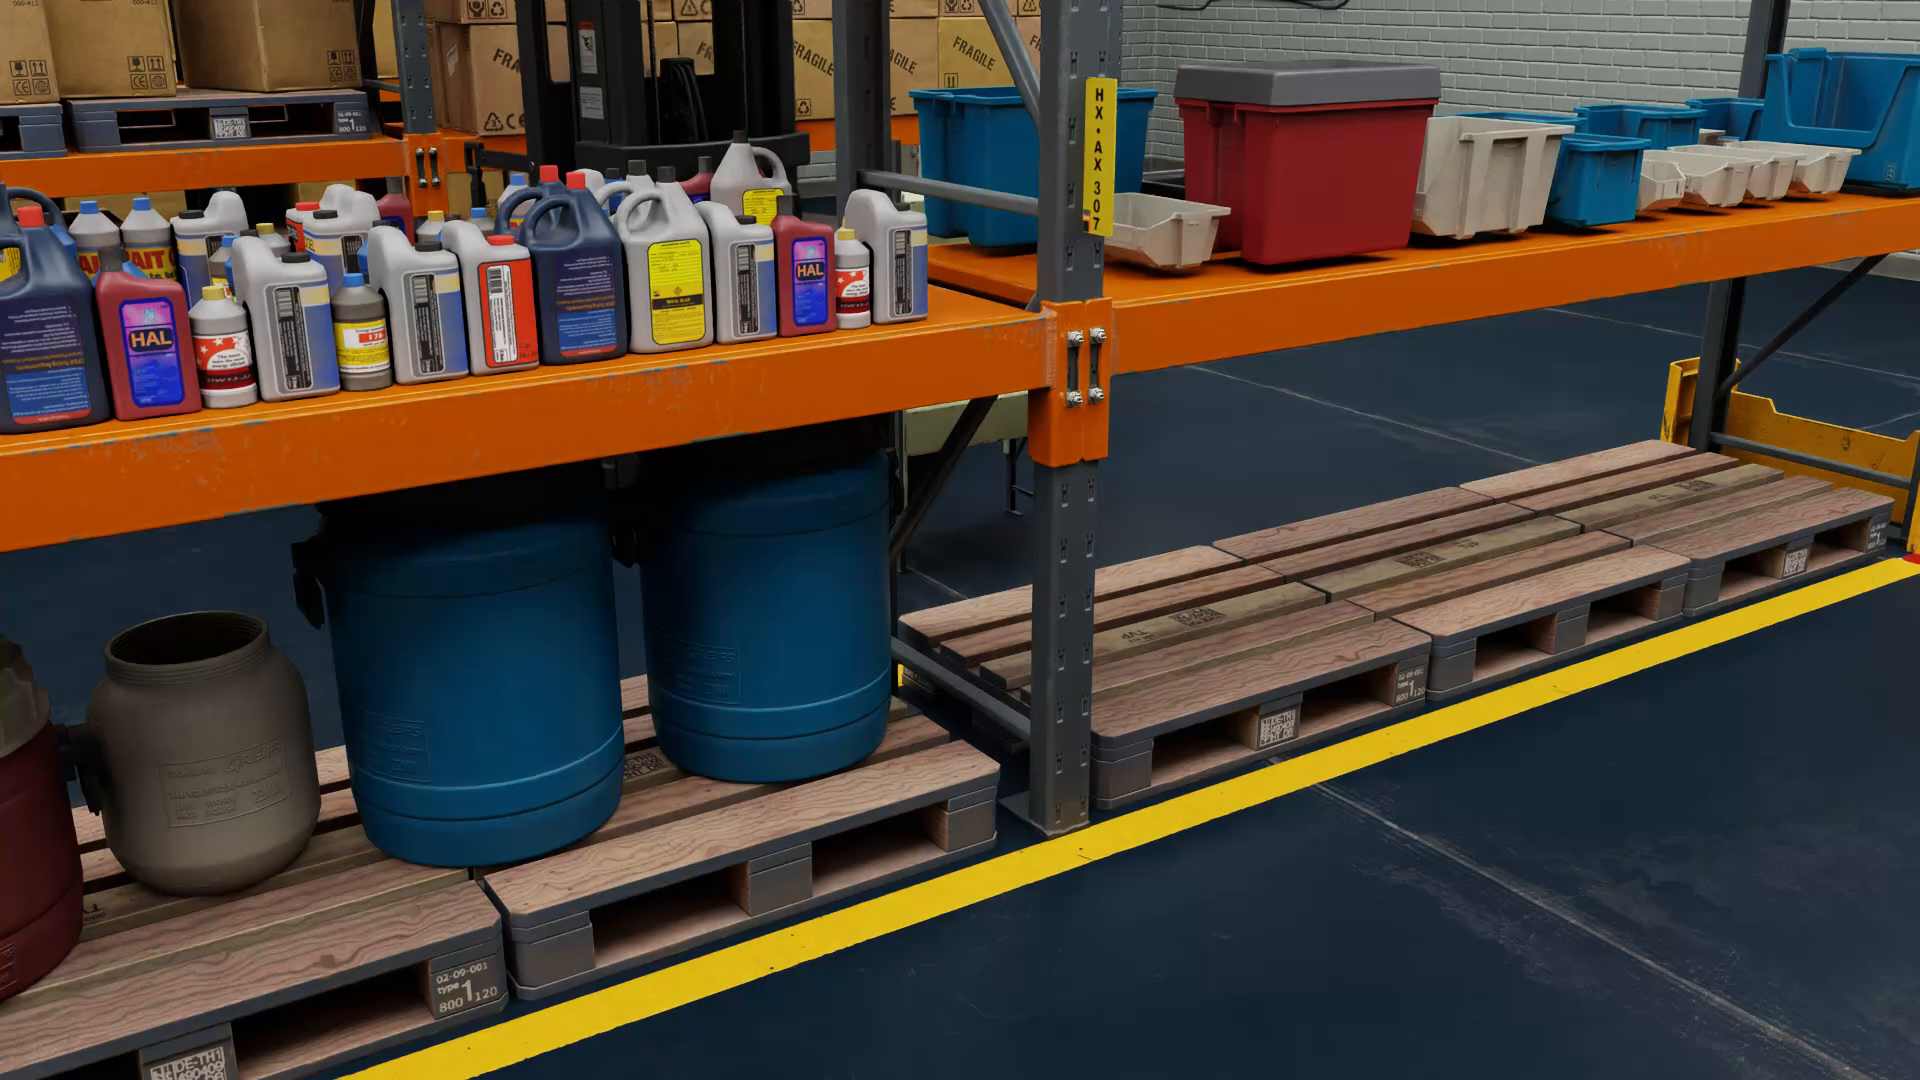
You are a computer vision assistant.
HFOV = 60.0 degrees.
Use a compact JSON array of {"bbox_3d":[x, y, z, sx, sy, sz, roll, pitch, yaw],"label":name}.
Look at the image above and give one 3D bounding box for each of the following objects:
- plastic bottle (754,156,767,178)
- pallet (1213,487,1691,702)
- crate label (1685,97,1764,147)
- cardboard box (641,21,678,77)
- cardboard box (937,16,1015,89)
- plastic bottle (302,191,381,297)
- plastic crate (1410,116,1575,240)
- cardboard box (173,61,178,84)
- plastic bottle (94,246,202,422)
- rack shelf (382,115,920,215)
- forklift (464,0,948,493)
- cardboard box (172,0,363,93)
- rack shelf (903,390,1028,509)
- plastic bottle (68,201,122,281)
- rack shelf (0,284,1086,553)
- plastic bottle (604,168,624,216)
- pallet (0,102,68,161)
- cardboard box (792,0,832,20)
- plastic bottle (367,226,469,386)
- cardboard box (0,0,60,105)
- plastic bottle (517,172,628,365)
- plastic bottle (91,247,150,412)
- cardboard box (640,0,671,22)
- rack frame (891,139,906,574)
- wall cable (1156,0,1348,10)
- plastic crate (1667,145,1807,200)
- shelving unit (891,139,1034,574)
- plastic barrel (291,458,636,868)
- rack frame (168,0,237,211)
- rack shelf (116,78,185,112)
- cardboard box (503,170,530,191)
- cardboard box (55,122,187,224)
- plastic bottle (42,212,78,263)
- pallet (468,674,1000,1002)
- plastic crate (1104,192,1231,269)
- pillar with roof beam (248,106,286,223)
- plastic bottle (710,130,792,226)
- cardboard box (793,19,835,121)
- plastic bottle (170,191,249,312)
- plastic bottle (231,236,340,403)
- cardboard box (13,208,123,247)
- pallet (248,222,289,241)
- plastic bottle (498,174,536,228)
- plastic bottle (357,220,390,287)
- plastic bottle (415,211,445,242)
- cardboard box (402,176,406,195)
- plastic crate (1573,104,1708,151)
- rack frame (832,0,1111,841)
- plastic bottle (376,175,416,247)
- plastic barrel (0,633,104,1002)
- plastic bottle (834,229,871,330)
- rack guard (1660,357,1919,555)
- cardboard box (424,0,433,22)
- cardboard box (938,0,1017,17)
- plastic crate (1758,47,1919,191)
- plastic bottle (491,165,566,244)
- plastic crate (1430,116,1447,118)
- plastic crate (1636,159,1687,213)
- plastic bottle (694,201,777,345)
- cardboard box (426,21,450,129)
[{"bbox_3d":[-0.545,-0.824,4.180,0.133,0.283,0.061,-12,22,-31],"label":"plastic bottle"},{"bbox_3d":[1.608,0.135,5.514,1.213,0.211,1.003,-12,22,-31],"label":"pallet"},{"bbox_3d":[2.949,-1.528,6.248,0.303,0.233,0.416,-12,22,-31],"label":"crate label"},{"bbox_3d":[-1.724,-2.310,8.239,0.500,0.500,0.500,-11,22,-30],"label":"cardboard box"},{"bbox_3d":[-0.041,-2.663,9.282,0.500,0.500,0.500,-12,22,-31],"label":"cardboard box"},{"bbox_3d":[-1.290,-0.587,3.492,0.135,0.276,0.152,-12,22,-31],"label":"plastic bottle"},{"bbox_3d":[1.372,-1.021,4.674,0.530,0.282,0.437,-12,22,-31],"label":"plastic crate"},{"bbox_3d":[-5.580,-3.235,11.490,0.250,0.149,0.380,-12,22,-31],"label":"cardboard box"},{"bbox_3d":[-1.356,-0.348,2.771,0.133,0.283,0.061,-12,22,-31],"label":"plastic bottle"},{"bbox_3d":[-1.055,-2.166,9.093,4.000,0.370,1.077,-12,22,-31],"label":"rack shelf"},{"bbox_3d":[-1.462,-1.787,6.953,3.031,2.935,1.130,17,25,41],"label":"forklift"},{"bbox_3d":[-3.244,-2.378,7.782,0.700,0.500,0.500,14,23,35],"label":"cardboard box"},{"bbox_3d":[-0.006,-0.400,6.106,0.720,0.370,0.431,-12,22,-31],"label":"rack shelf"},{"bbox_3d":[-1.761,-0.555,3.403,0.097,0.271,0.097,0,19,0],"label":"plastic bottle"},{"bbox_3d":[-1.675,-0.136,3.088,4.000,0.370,1.077,-12,22,-31],"label":"rack shelf"},{"bbox_3d":[-0.824,-0.752,3.987,0.097,0.271,0.097,0,19,0],"label":"plastic bottle"},{"bbox_3d":[-4.445,-1.703,6.899,1.213,0.211,1.003,-12,22,-31],"label":"pallet"},{"bbox_3d":[-0.886,-2.956,8.589,0.500,0.500,0.500,-11,22,-30],"label":"cardboard box"},{"bbox_3d":[-0.995,-0.438,3.050,0.135,0.276,0.152,-12,22,-31],"label":"plastic bottle"},{"bbox_3d":[-4.167,-2.074,6.883,0.700,0.500,0.500,16,24,39],"label":"cardboard box"},{"bbox_3d":[-0.747,-0.524,3.188,0.185,0.351,0.144,-12,22,-31],"label":"plastic bottle"},{"bbox_3d":[-1.415,-0.360,2.827,0.097,0.271,0.097,0,19,0],"label":"plastic bottle"},{"bbox_3d":[-1.747,-2.775,8.051,0.500,0.500,0.500,-13,22,-33],"label":"cardboard box"},{"bbox_3d":[-0.311,-0.645,5.810,0.023,1.500,0.400,-12,22,-31],"label":"rack frame"},{"bbox_3d":[2.808,-6.456,16.137,0.112,2.526,3.097,-12,22,-31],"label":"wall cable"},{"bbox_3d":[2.505,-1.198,5.423,0.243,0.136,0.396,-12,22,-31],"label":"plastic crate"},{"bbox_3d":[-0.006,-0.709,6.001,0.755,1.500,0.431,-12,22,-31],"label":"shelving unit"},{"bbox_3d":[-1.060,0.182,3.644,0.708,0.901,0.600,-12,22,-31],"label":"plastic barrel"},{"bbox_3d":[-5.453,-3.479,11.853,0.127,3.000,1.000,-12,22,-31],"label":"rack frame"},{"bbox_3d":[-7.124,-2.786,10.926,4.000,0.370,1.077,-12,22,-31],"label":"rack shelf"},{"bbox_3d":[-3.480,-2.872,13.303,0.500,0.500,0.700,-13,22,-33],"label":"cardboard box"},{"bbox_3d":[-5.925,-2.511,11.688,0.750,0.750,0.750,-12,22,-31],"label":"cardboard box"},{"bbox_3d":[-1.763,-0.499,3.238,0.097,0.271,0.097,0,19,0],"label":"plastic bottle"},{"bbox_3d":[-0.672,0.616,4.092,1.213,0.211,1.003,-12,22,-31],"label":"pallet"},{"bbox_3d":[0.463,-0.777,4.177,0.243,0.136,0.396,-12,22,-31],"label":"plastic crate"},{"bbox_3d":[-2.977,-5.524,8.535,0.400,9.000,9.100,-12,22,-31],"label":"pillar with roof beam"},{"bbox_3d":[-0.511,-0.824,4.074,0.185,0.351,0.144,-12,22,-31],"label":"plastic bottle"},{"bbox_3d":[-0.881,-2.488,8.764,0.500,0.500,0.500,-12,22,-32],"label":"cardboard box"},{"bbox_3d":[-1.568,-0.587,3.491,0.135,0.276,0.152,-12,22,-31],"label":"plastic bottle"},{"bbox_3d":[-1.188,-0.397,2.929,0.135,0.276,0.152,-12,22,-31],"label":"plastic bottle"},{"bbox_3d":[-4.099,-1.338,7.565,0.500,0.250,0.500,-12,22,-31],"label":"cardboard box"},{"bbox_3d":[-4.775,-2.271,12.634,1.213,0.211,1.003,-12,22,-31],"label":"pallet"},{"bbox_3d":[-1.018,-0.711,3.866,0.097,0.271,0.097,0,19,0],"label":"plastic bottle"},{"bbox_3d":[-1.079,-0.466,3.140,0.097,0.271,0.097,0,19,0],"label":"plastic bottle"},{"bbox_3d":[-1.181,-0.644,3.776,0.097,0.201,0.097,0,19,0],"label":"plastic bottle"},{"bbox_3d":[-4.351,-2.686,12.754,0.500,0.500,0.700,-12,22,-32],"label":"cardboard box"},{"bbox_3d":[2.399,-1.412,5.905,0.300,0.233,0.416,-12,22,-31],"label":"plastic crate"},{"bbox_3d":[-0.005,-0.829,4.015,0.127,3.000,1.000,-12,22,-31],"label":"rack frame"},{"bbox_3d":[-1.287,-0.667,3.717,0.133,0.283,0.061,-12,22,-31],"label":"plastic bottle"},{"bbox_3d":[-2.003,0.529,3.106,0.708,0.588,0.600,-12,22,-31],"label":"plastic barrel"},{"bbox_3d":[-0.238,-0.552,3.503,0.097,0.201,0.097,0,19,0],"label":"plastic bottle"},{"bbox_3d":[3.349,-0.358,6.522,0.348,0.500,1.175,-12,22,-31],"label":"rack guard"},{"bbox_3d":[-2.446,-2.834,8.228,0.500,0.500,0.500,-12,22,-31],"label":"cardboard box"},{"bbox_3d":[-0.027,-3.139,9.130,0.500,0.500,0.500,-11,22,-30],"label":"cardboard box"},{"bbox_3d":[3.159,-1.470,5.761,0.499,0.435,0.616,-12,22,-31],"label":"plastic crate"},{"bbox_3d":[-0.826,-0.563,3.302,0.185,0.351,0.144,-12,22,-31],"label":"plastic bottle"},{"bbox_3d":[1.599,-1.243,5.405,0.300,0.233,0.416,-12,22,-31],"label":"plastic crate"},{"bbox_3d":[2.048,-1.086,5.090,0.250,0.136,0.298,-12,22,-31],"label":"plastic crate"},{"bbox_3d":[-0.461,-0.550,3.383,0.135,0.276,0.152,-12,22,-31],"label":"plastic bottle"},{"bbox_3d":[-2.449,-2.359,8.383,0.500,0.500,0.500,-11,22,-31],"label":"cardboard box"}]
